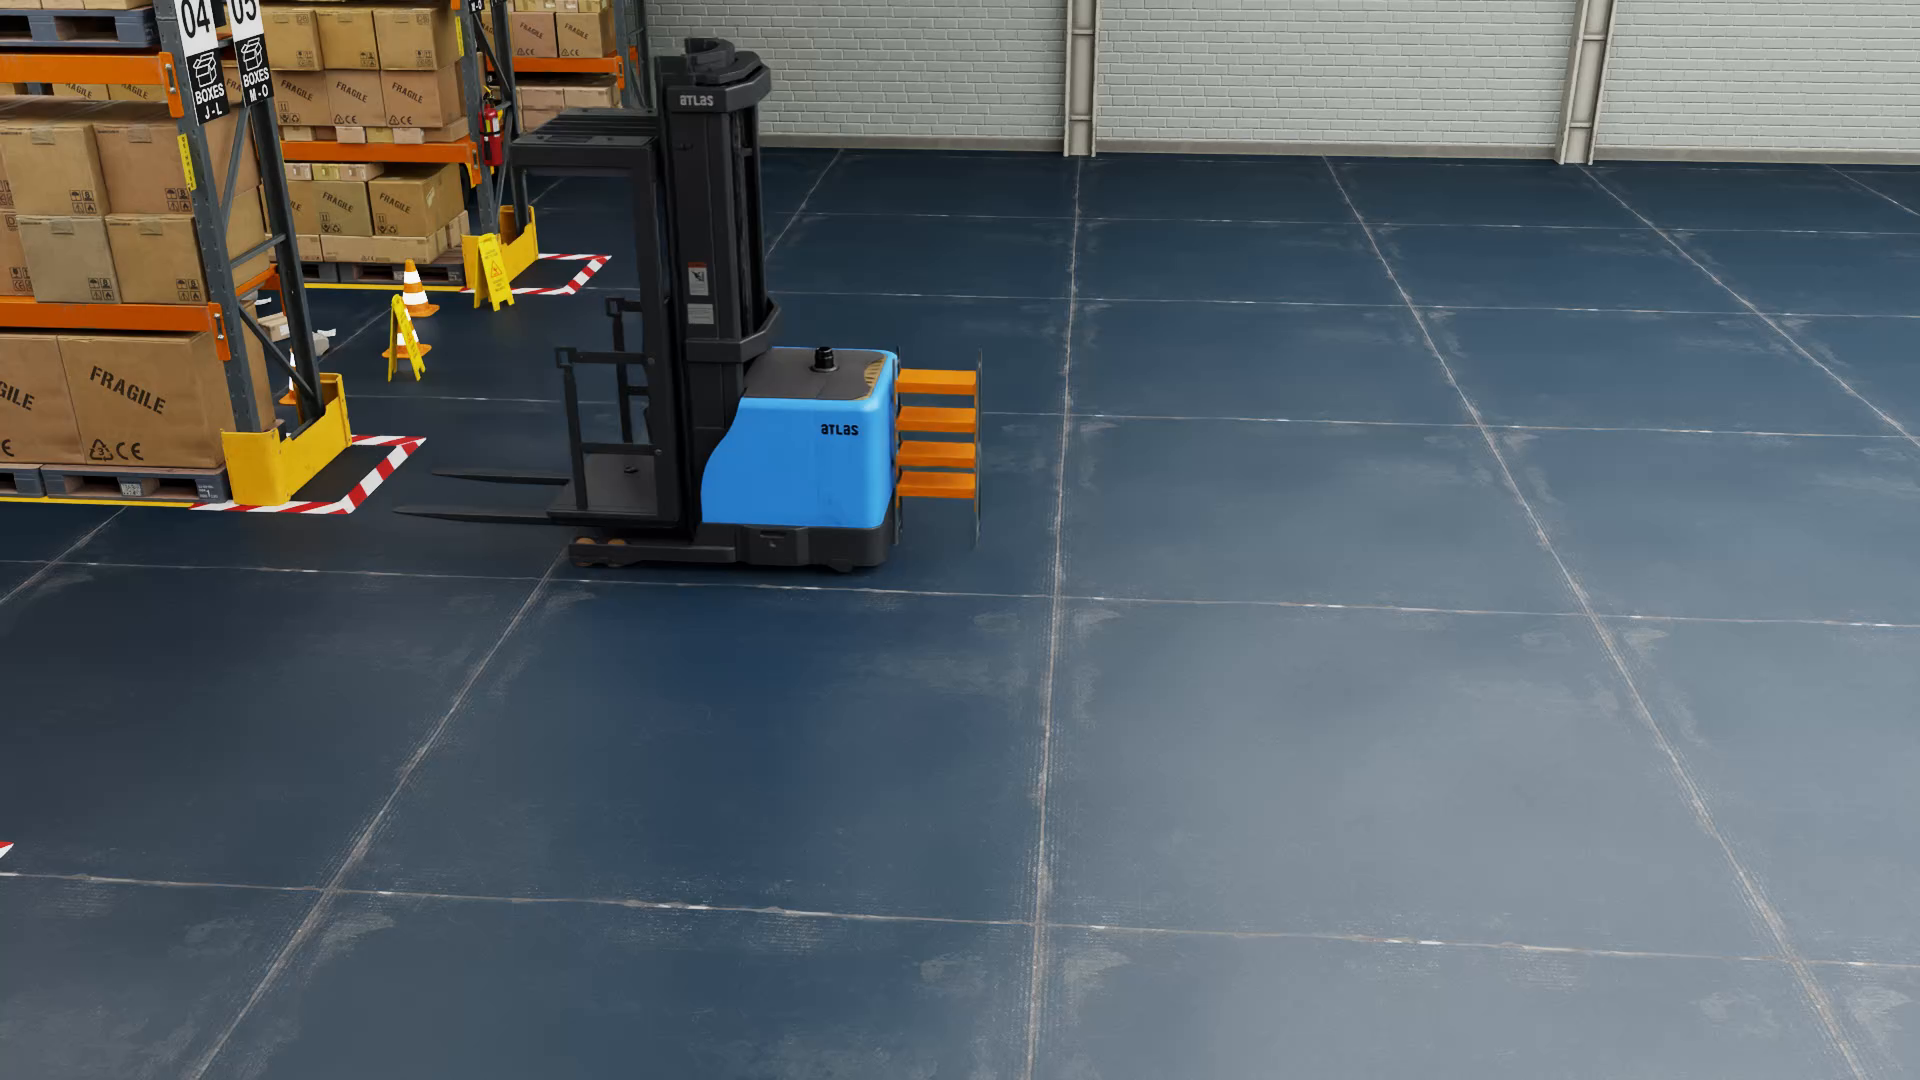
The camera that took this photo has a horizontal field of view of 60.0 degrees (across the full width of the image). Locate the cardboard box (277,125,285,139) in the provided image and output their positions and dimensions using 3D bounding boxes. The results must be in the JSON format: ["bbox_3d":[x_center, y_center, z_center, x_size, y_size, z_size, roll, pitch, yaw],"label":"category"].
[{"bbox_3d":[-6.156,-3.760,15.134,0.250,0.149,0.380,2,25,4],"label":"cardboard box"}]

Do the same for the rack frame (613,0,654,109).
[{"bbox_3d":[-3.868,-5.963,19.621,0.127,3.000,1.000,2,25,4],"label":"rack frame"}]

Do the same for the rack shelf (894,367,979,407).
[{"bbox_3d":[-0.133,-0.905,9.842,0.480,0.148,0.258,2,25,5],"label":"rack shelf"}]

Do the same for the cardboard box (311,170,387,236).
[{"bbox_3d":[-5.584,-3.109,15.308,0.500,0.500,0.500,3,25,6],"label":"cardboard box"}]

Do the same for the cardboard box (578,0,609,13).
[{"bbox_3d":[-4.235,-6.198,19.235,0.250,0.149,0.380,2,25,5],"label":"cardboard box"}]

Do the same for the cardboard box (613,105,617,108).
[{"bbox_3d":[-4.377,-5.017,19.755,0.500,0.250,0.500,2,25,3],"label":"cardboard box"}]

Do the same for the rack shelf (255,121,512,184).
[{"bbox_3d":[-6.238,-3.632,15.415,4.000,0.370,1.077,2,25,4],"label":"rack shelf"}]

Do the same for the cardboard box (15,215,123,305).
[{"bbox_3d":[-5.446,-1.898,10.606,0.550,0.550,0.875,2,25,4],"label":"cardboard box"}]

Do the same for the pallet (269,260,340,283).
[{"bbox_3d":[-6.340,-2.711,15.889,1.213,0.211,1.003,2,25,4],"label":"pallet"}]

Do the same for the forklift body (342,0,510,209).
[{"bbox_3d":[-5.898,-4.878,18.278,1.214,2.155,2.313,2,25,4],"label":"forklift body"}]

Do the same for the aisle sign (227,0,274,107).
[{"bbox_3d":[-4.429,-3.132,10.358,0.004,0.787,0.394,2,25,4],"label":"aisle sign"}]

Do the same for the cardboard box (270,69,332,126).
[{"bbox_3d":[-5.804,-4.013,14.907,0.500,0.500,0.500,2,25,4],"label":"cardboard box"}]

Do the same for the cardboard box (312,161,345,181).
[{"bbox_3d":[-5.685,-3.381,15.124,0.250,0.149,0.380,2,25,5],"label":"cardboard box"}]

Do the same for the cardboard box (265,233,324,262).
[{"bbox_3d":[-6.109,-2.784,15.499,0.500,0.250,0.500,1,25,2],"label":"cardboard box"}]

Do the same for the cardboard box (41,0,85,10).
[{"bbox_3d":[-5.131,-3.191,9.686,0.250,0.149,0.380,2,25,4],"label":"cardboard box"}]

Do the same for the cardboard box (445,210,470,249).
[{"bbox_3d":[-5.027,-2.977,15.919,0.500,0.250,0.500,2,25,4],"label":"cardboard box"}]

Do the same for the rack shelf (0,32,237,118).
[{"bbox_3d":[-6.517,-2.928,10.297,4.000,0.370,1.077,2,25,4],"label":"rack shelf"}]

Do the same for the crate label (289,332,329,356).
[{"bbox_3d":[-5.306,-1.596,13.554,0.298,0.136,0.250,-11,27,-23],"label":"crate label"}]

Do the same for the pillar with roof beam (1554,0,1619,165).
[{"bbox_3d":[7.142,-6.908,14.498,0.400,9.000,9.100,2,25,4],"label":"pillar with roof beam"}]

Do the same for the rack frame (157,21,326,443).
[{"bbox_3d":[-4.522,-1.828,10.634,0.127,3.000,1.000,2,25,4],"label":"rack frame"}]

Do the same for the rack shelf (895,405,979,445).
[{"bbox_3d":[-0.133,-0.690,9.940,0.480,0.148,0.258,2,25,5],"label":"rack shelf"}]

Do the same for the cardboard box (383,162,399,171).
[{"bbox_3d":[-5.573,-3.333,15.795,0.500,0.500,0.500,1,25,2],"label":"cardboard box"}]

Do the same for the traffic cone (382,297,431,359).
[{"bbox_3d":[-4.518,-1.745,13.488,0.334,0.463,0.336,2,25,4],"label":"traffic cone"}]

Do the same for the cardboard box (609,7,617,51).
[{"bbox_3d":[-4.341,-6.140,19.886,0.500,0.500,0.500,3,25,6],"label":"cardboard box"}]

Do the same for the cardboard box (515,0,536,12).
[{"bbox_3d":[-4.993,-6.240,19.327,0.250,0.149,0.380,2,25,4],"label":"cardboard box"}]

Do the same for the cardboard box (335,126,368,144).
[{"bbox_3d":[-5.408,-3.678,14.955,0.250,0.149,0.380,2,25,5],"label":"cardboard box"}]

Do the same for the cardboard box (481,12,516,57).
[{"bbox_3d":[-5.406,-5.952,19.477,0.500,0.500,0.500,1,25,3],"label":"cardboard box"}]

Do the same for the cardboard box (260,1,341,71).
[{"bbox_3d":[-5.791,-4.447,14.655,0.500,0.500,0.700,2,25,3],"label":"cardboard box"}]

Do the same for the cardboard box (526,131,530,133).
[{"bbox_3d":[-4.856,-4.808,19.898,0.500,0.250,0.500,2,25,4],"label":"cardboard box"}]

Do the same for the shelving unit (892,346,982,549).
[{"bbox_3d":[-0.133,-0.548,10.006,0.503,1.200,0.258,2,25,5],"label":"shelving unit"}]

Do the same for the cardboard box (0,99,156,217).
[{"bbox_3d":[-5.445,-2.394,10.393,0.550,0.550,0.875,2,25,4],"label":"cardboard box"}]

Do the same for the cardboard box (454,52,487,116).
[{"bbox_3d":[-4.695,-4.206,15.326,0.500,0.500,0.500,1,25,3],"label":"cardboard box"}]

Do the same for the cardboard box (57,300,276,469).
[{"bbox_3d":[-5.204,-1.048,10.978,0.875,0.875,0.875,2,25,4],"label":"cardboard box"}]

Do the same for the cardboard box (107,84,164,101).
[{"bbox_3d":[-7.313,-4.066,15.023,0.500,0.500,0.500,2,25,4],"label":"cardboard box"}]

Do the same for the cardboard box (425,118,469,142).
[{"bbox_3d":[-4.634,-3.703,15.010,0.250,0.149,0.380,3,25,6],"label":"cardboard box"}]

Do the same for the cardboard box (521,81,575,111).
[{"bbox_3d":[-4.861,-5.258,19.679,0.500,0.250,0.500,2,25,5],"label":"cardboard box"}]

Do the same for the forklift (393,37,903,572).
[{"bbox_3d":[-1.910,-1.383,9.749,3.031,2.935,1.130,2,25,5],"label":"forklift"}]

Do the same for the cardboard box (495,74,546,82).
[{"bbox_3d":[-5.329,-5.488,20.180,0.500,0.250,0.500,2,25,4],"label":"cardboard box"}]

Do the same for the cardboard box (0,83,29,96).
[{"bbox_3d":[-8.711,-4.313,15.057,0.500,0.500,0.500,1,25,3],"label":"cardboard box"}]

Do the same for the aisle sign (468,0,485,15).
[{"bbox_3d":[-4.205,-4.953,14.315,0.004,0.787,0.394,2,25,4],"label":"aisle sign"}]

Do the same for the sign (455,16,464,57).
[{"bbox_3d":[-4.307,-4.333,14.316,0.005,0.325,0.100,2,25,4],"label":"sign"}]

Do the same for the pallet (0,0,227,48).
[{"bbox_3d":[-5.263,-3.170,10.068,1.213,0.211,1.003,2,25,4],"label":"pallet"}]
